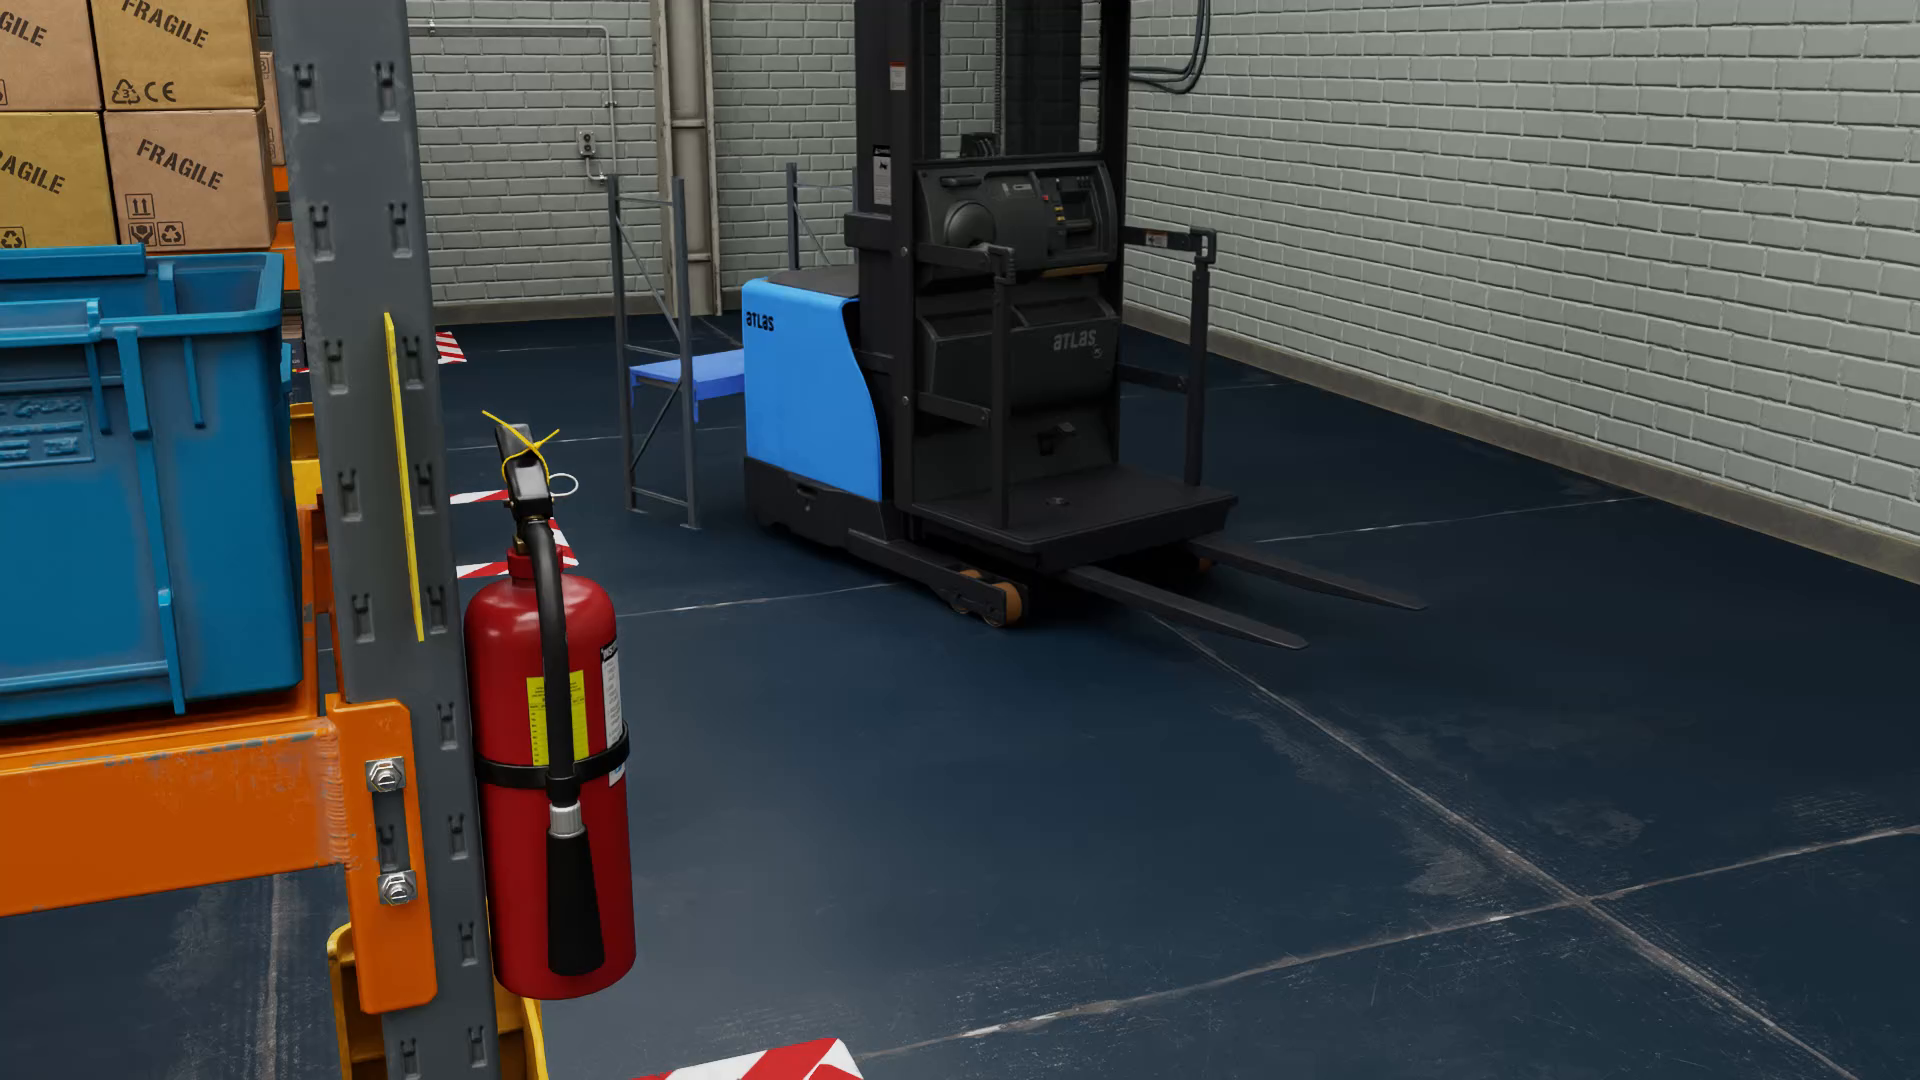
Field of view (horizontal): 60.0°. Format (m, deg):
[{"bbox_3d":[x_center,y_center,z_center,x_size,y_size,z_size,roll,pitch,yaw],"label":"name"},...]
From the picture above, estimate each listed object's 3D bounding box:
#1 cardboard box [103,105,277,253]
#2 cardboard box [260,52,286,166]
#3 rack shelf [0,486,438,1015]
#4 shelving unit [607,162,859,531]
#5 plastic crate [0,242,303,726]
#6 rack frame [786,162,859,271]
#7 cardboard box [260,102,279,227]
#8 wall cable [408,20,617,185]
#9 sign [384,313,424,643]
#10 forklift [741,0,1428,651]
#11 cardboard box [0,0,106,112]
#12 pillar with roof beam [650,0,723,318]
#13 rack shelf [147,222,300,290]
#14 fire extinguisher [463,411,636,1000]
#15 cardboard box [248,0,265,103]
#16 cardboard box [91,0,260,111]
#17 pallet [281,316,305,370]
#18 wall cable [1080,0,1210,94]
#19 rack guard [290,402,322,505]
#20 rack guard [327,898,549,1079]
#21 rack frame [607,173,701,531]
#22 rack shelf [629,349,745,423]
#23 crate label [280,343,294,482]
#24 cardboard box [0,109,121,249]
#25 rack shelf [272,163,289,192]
[{"bbox_3d":[-2.870,-1.363,6.238,0.500,0.500,0.500,-6,17,-18],"label":"cardboard box"},{"bbox_3d":[-4.798,-2.825,10.861,0.700,0.700,0.980,-5,17,-18],"label":"cardboard box"},{"bbox_3d":[-2.648,0.419,1.626,4.000,0.370,1.077,-6,17,-20],"label":"rack shelf"},{"bbox_3d":[-0.977,-0.914,7.549,0.538,1.500,1.048,15,22,41],"label":"shelving unit"},{"bbox_3d":[-1.026,-0.091,1.915,0.499,0.435,0.616,-6,17,-20],"label":"plastic crate"},{"bbox_3d":[-0.629,-1.019,7.905,0.500,1.500,0.032,15,22,41],"label":"rack frame"},{"bbox_3d":[-3.058,-1.504,6.720,0.500,0.500,0.500,-6,17,-19],"label":"cardboard box"},{"bbox_3d":[-3.468,-3.600,12.231,1.851,1.984,0.084,-6,17,-20],"label":"wall cable"},{"bbox_3d":[-0.569,-0.063,1.701,0.005,0.325,0.100,-6,17,-20],"label":"sign"},{"bbox_3d":[0.364,-1.246,6.141,1.130,2.935,3.031,-13,21,-37],"label":"forklift"},{"bbox_3d":[-3.338,-1.791,5.922,0.500,0.500,0.500,-6,17,-19],"label":"cardboard box"},{"bbox_3d":[-0.573,-4.980,8.087,0.400,9.000,9.100,-6,17,-20],"label":"pillar with roof beam"},{"bbox_3d":[-4.417,-0.885,6.065,4.000,0.370,1.077,-6,17,-20],"label":"rack shelf"},{"bbox_3d":[-0.477,0.192,1.919,0.183,0.674,0.296,-6,17,-20],"label":"fire extinguisher"},{"bbox_3d":[-3.058,-1.984,6.579,0.500,0.500,0.500,-6,17,-18],"label":"cardboard box"},{"bbox_3d":[-2.867,-1.842,6.096,0.500,0.500,0.500,-6,18,-21],"label":"cardboard box"},{"bbox_3d":[-5.044,-1.296,11.135,1.213,0.211,1.003,-6,17,-20],"label":"pallet"},{"bbox_3d":[1.084,-4.600,12.301,0.112,2.526,3.097,-6,17,-20],"label":"wall cable"},{"bbox_3d":[-2.621,-0.225,6.976,0.348,0.500,1.175,-6,17,-20],"label":"rack guard"},{"bbox_3d":[-0.763,1.065,2.583,0.348,0.500,1.175,-6,17,-20],"label":"rack guard"},{"bbox_3d":[-1.325,-0.810,7.194,0.500,1.500,0.032,15,22,41],"label":"rack frame"},{"bbox_3d":[-0.977,-0.742,7.600,0.538,0.185,1.000,15,22,41],"label":"rack shelf"},{"bbox_3d":[-1.129,-0.138,2.436,0.303,0.233,0.416,-6,17,-20],"label":"crate label"},{"bbox_3d":[-3.354,-1.310,6.057,0.500,0.500,0.500,-6,17,-20],"label":"cardboard box"},{"bbox_3d":[-6.193,-2.188,10.502,4.000,0.370,1.077,-6,17,-20],"label":"rack shelf"}]
